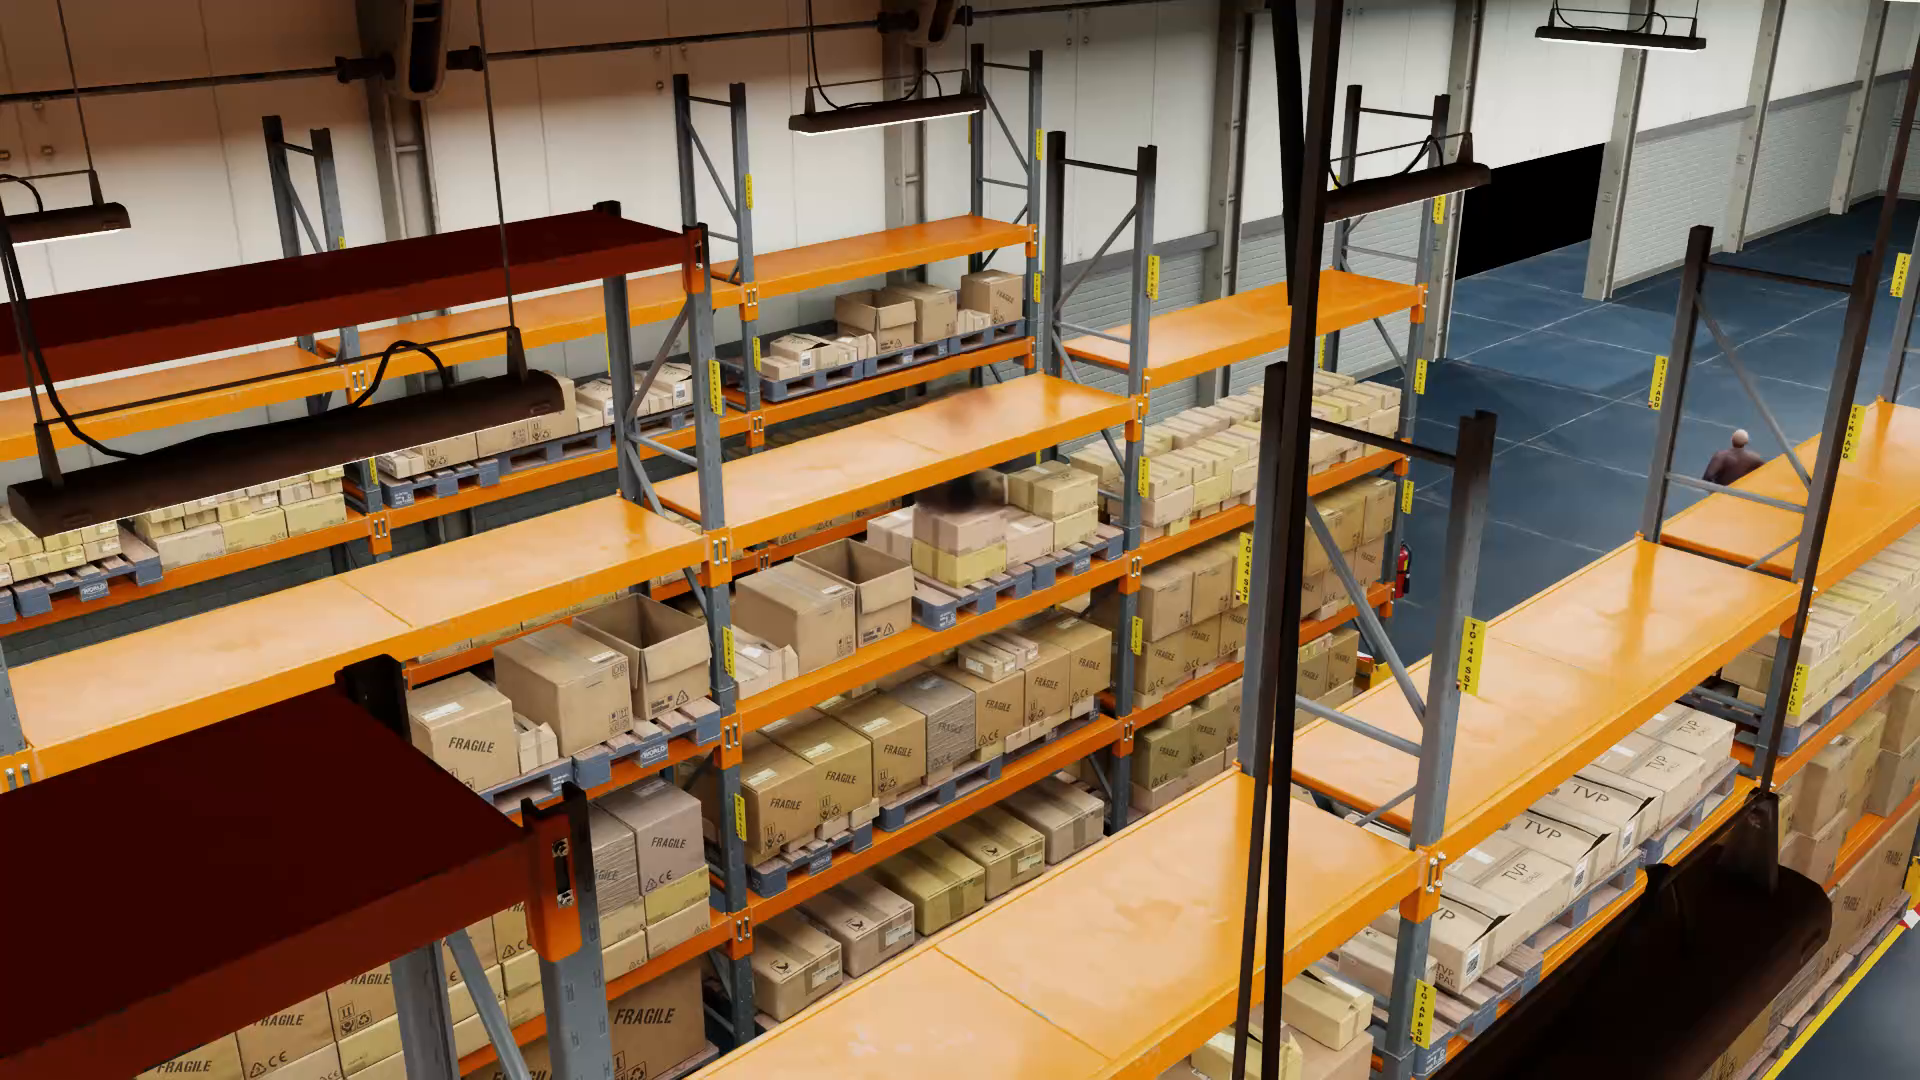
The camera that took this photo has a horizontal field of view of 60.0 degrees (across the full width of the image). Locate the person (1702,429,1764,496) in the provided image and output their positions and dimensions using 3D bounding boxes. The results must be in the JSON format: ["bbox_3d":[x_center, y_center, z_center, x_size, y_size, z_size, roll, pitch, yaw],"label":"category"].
[{"bbox_3d":[9.102,-0.445,19.678,0.712,1.761,0.743,1,22,3],"label":"person"}]
